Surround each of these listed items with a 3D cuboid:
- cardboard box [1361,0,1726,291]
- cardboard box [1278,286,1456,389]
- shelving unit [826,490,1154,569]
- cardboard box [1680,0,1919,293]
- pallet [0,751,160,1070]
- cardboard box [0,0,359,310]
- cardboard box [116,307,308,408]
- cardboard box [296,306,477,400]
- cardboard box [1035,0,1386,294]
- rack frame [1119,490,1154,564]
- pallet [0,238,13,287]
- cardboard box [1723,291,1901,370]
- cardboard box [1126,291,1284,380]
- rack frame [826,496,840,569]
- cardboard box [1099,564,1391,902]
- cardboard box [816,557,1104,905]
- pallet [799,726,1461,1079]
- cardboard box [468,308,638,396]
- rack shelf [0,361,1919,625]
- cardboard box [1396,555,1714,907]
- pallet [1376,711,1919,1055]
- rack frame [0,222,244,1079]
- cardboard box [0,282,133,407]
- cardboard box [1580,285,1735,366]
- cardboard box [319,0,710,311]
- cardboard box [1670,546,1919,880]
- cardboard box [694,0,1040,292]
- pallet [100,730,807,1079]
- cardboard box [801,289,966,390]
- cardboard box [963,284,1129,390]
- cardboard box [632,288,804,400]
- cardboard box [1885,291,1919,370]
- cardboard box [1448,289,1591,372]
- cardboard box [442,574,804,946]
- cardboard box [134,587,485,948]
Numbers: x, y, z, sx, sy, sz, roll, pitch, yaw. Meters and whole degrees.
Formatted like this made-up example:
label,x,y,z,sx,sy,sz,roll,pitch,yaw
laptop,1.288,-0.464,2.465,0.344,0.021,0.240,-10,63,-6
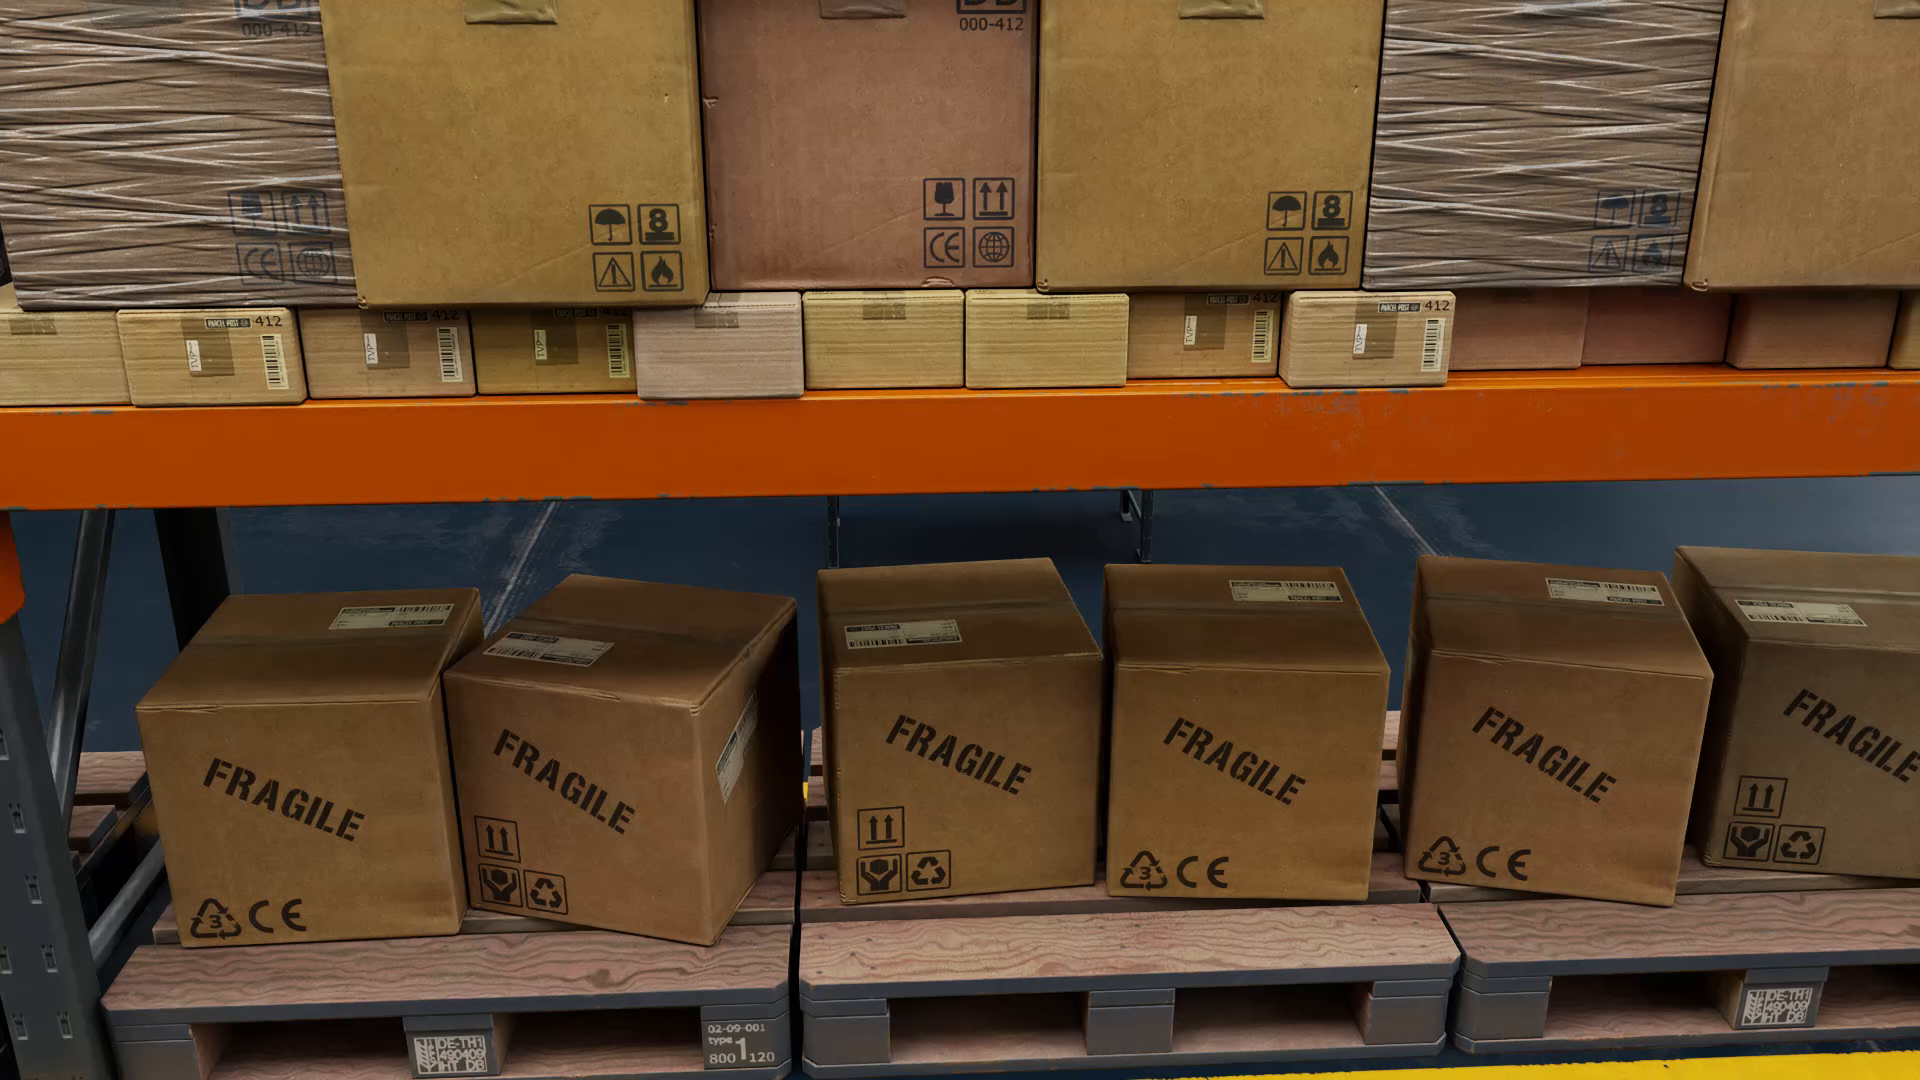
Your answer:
label,x,y,z,sx,sy,sz,roll,pitch,yaw
cardboard box,0.844,-0.772,2.876,0.500,0.500,0.875,-1,21,-3
cardboard box,0.624,-0.371,2.734,0.250,0.149,0.380,-1,21,-3
shelving unit,0.085,-0.703,5.359,1.048,1.500,0.538,-1,21,-3
cardboard box,1.345,-0.767,2.862,0.500,0.500,0.875,-1,21,-3
pallet,-2.382,0.765,3.315,1.213,0.211,1.003,-1,21,-3
cardboard box,-1.152,-0.727,2.757,0.500,0.500,0.875,-1,21,-3
cardboard box,-1.123,-0.335,2.638,0.250,0.149,0.380,-1,21,-3
cardboard box,-0.875,-0.350,2.678,0.250,0.149,0.380,-1,21,-3
cardboard box,0.344,-0.766,2.860,0.500,0.500,0.875,-1,21,-3
rack frame,0.593,-0.713,5.386,0.032,1.500,0.500,-1,21,-3
pallet,-2.376,-0.501,2.991,1.213,0.211,1.003,-1,21,-3
cardboard box,1.369,-0.411,2.839,0.250,0.149,0.380,-1,21,-3
cardboard box,0.370,-0.391,2.785,0.250,0.149,0.380,-1,21,-3
rack frame,-0.422,-0.692,5.332,0.032,1.500,0.500,-1,21,-3
cardboard box,0.543,0.373,3.348,0.500,0.500,0.500,1,21,2
cardboard box,-0.017,0.369,3.360,0.500,0.500,0.500,-3,21,-8
pallet,0.284,0.697,3.495,1.213,0.211,1.003,-1,21,-3
cardboard box,-0.626,-0.358,2.700,0.250,0.149,0.380,-1,21,-3
rack shelf,0.392,-0.259,3.096,4.000,0.370,1.077,-1,21,-3
cardboard box,1.169,0.367,3.364,0.500,0.500,0.500,4,21,11
pallet,1.499,0.673,3.557,1.213,0.211,1.003,-1,21,-3
rack frame,-1.605,-0.554,2.862,0.127,3.000,1.000,-1,21,-3
cardboard box,-1.373,-0.335,2.637,0.250,0.149,0.380,-1,21,-3
cardboard box,1.117,-0.421,2.864,0.250,0.149,0.380,-1,21,-3
cardboard box,-0.651,-0.725,2.751,0.500,0.500,0.875,-1,21,-3
cardboard box,1.764,0.343,3.427,0.500,0.500,0.500,3,21,7
cardboard box,-0.158,-0.771,2.872,0.500,0.500,0.875,-1,21,-3
pallet,-0.937,0.723,3.427,1.213,0.211,1.003,-1,21,-3
cardboard box,-0.127,-0.369,2.727,0.250,0.149,0.380,-1,21,-3
cardboard box,0.123,-0.370,2.730,0.250,0.149,0.380,-1,21,-3
cardboard box,-0.374,-0.349,2.675,0.250,0.149,0.380,-1,21,-3
cardboard box,1.619,-0.411,2.838,0.250,0.149,0.380,-1,21,-3
cardboard box,0.869,-0.408,2.830,0.250,0.149,0.380,-1,21,-3
cardboard box,-0.632,0.409,3.253,0.500,0.500,0.500,5,22,14
cardboard box,-1.204,0.424,3.216,0.500,0.500,0.500,-2,21,-5
